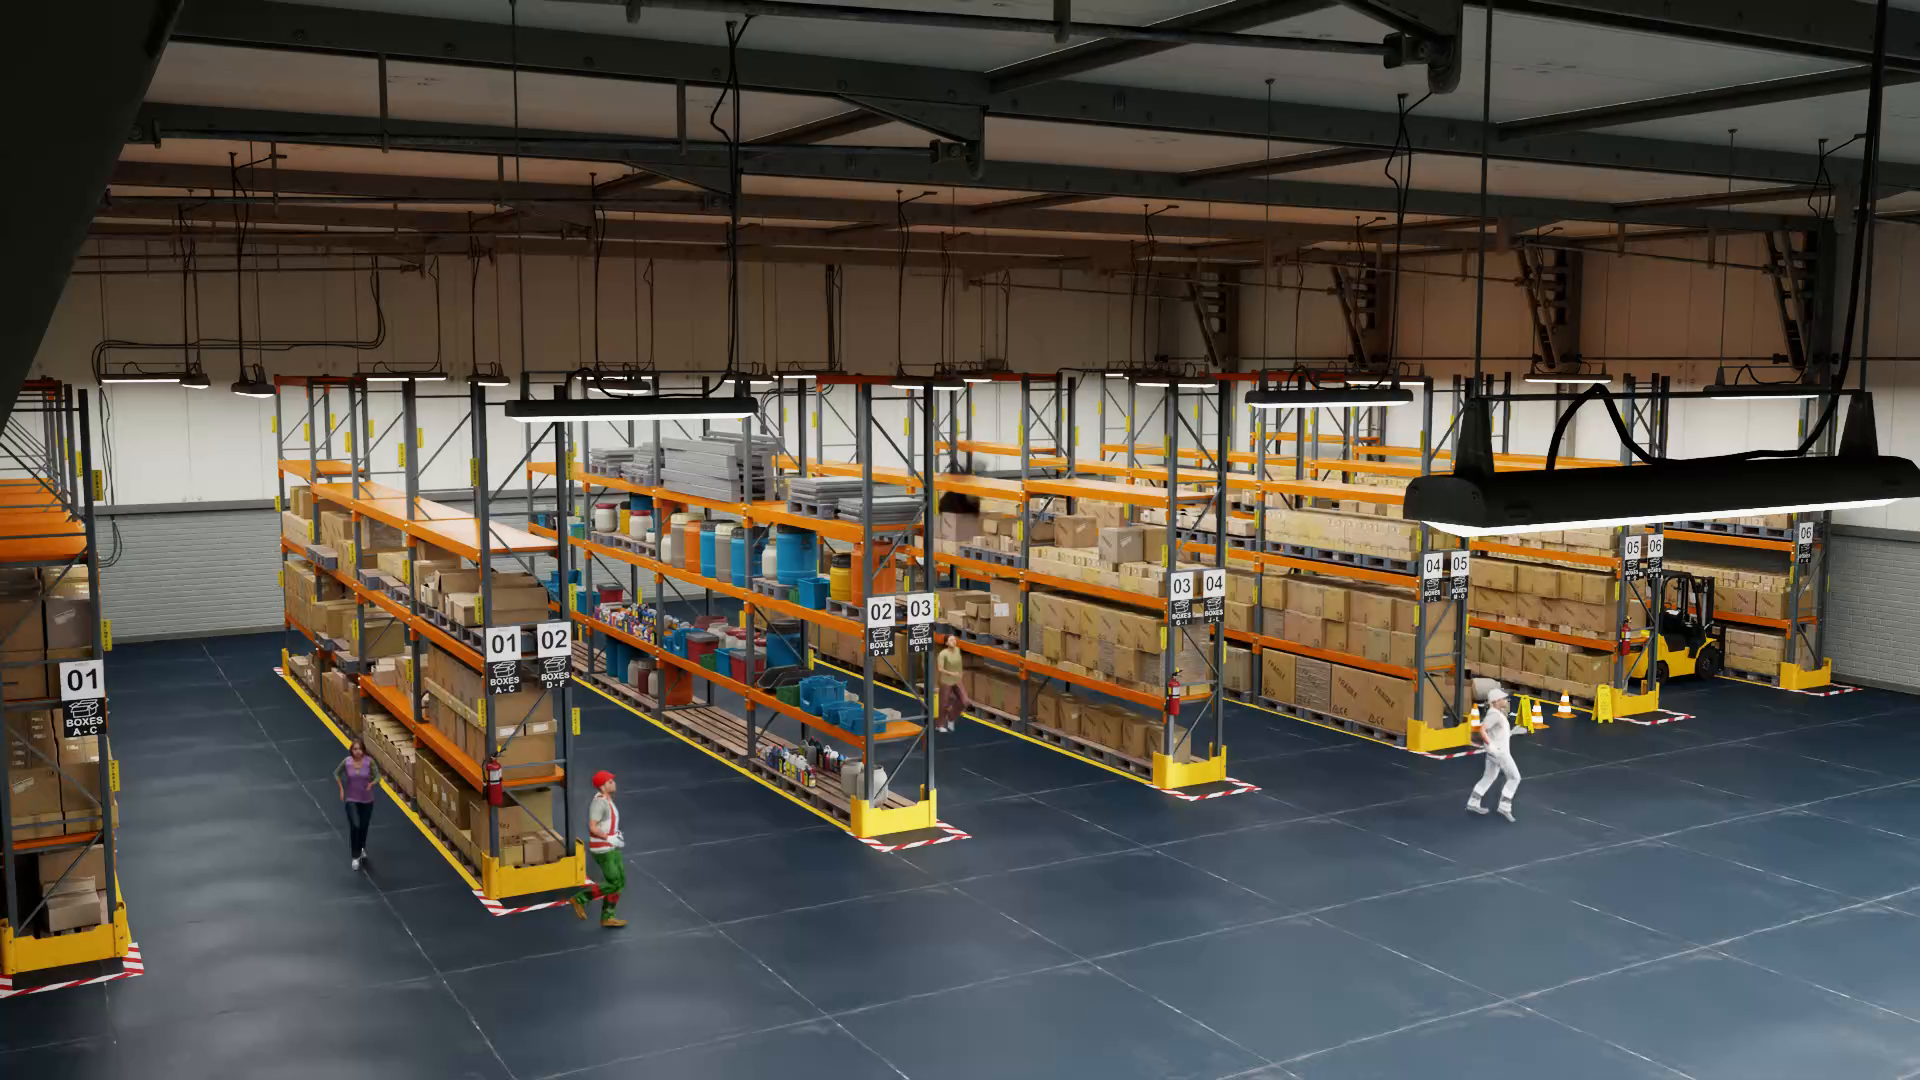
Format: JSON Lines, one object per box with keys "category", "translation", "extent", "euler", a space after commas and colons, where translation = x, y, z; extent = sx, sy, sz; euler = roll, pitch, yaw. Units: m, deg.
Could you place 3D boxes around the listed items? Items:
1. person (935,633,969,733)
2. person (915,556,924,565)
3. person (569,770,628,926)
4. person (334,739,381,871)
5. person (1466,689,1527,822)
{"category": "person", "translation": [-0.125, 2.304, 26.741], "extent": [0.596, 1.642, 0.713], "euler": [-4, 8, -35]}
{"category": "person", "translation": [-1.045, 0.921, 41.633], "extent": [0.686, 1.814, 0.776], "euler": [6, 9, 44]}
{"category": "person", "translation": [-4.036, 3.442, 18.601], "extent": [0.632, 1.742, 0.680], "euler": [-1, 6, -5]}
{"category": "person", "translation": [-7.486, 3.283, 20.738], "extent": [0.524, 1.637, 0.710], "euler": [-3, 7, -28]}
{"category": "person", "translation": [7.376, 2.948, 22.809], "extent": [0.763, 1.831, 0.649], "euler": [1, 6, 8]}
